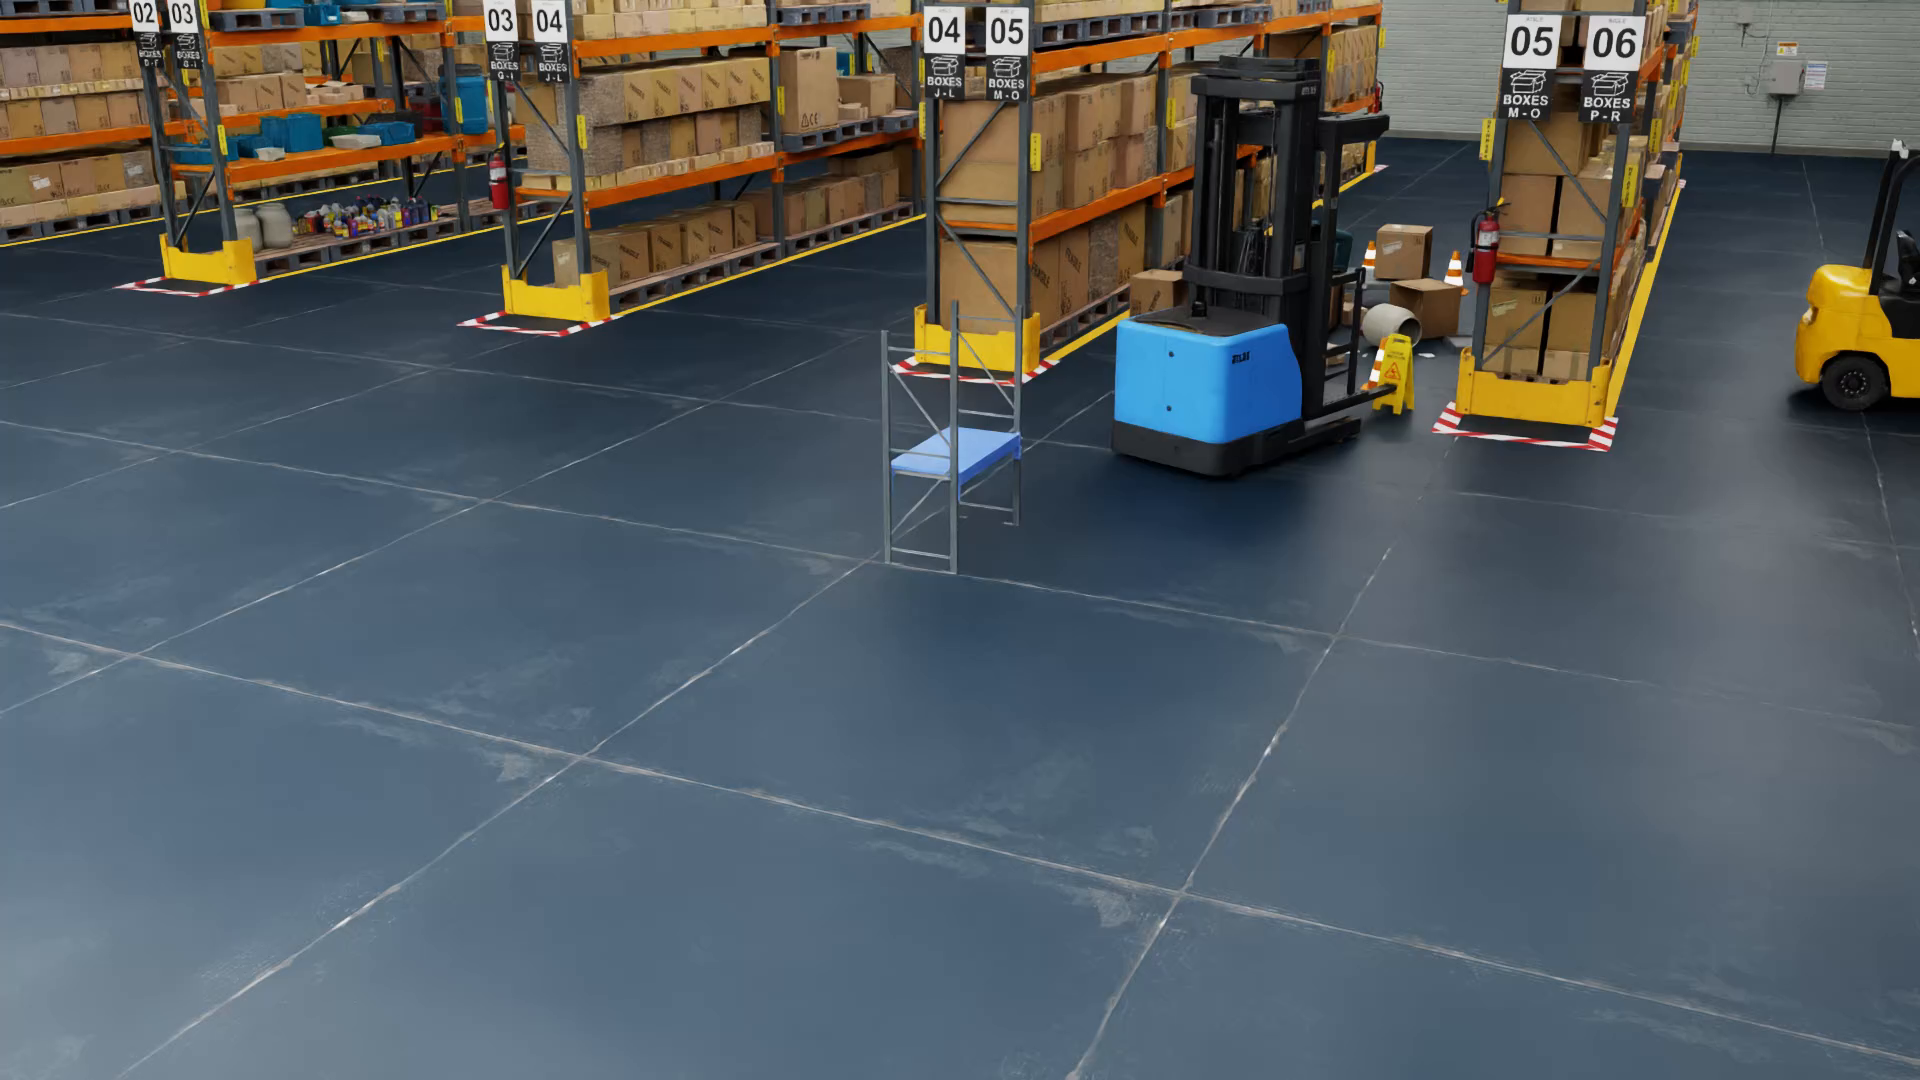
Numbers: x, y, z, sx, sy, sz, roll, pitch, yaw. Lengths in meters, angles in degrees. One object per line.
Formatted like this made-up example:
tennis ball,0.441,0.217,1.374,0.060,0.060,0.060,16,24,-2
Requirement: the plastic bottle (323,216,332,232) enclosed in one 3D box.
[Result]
plastic bottle,-8.178,-4.085,21.499,0.097,0.201,0.097,0,20,0

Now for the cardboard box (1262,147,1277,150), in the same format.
cardboard box,4.579,-5.540,24.055,0.500,0.250,0.500,8,21,20

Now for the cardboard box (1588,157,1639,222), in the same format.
cardboard box,5.587,-3.040,14.447,0.500,0.500,0.500,8,21,22

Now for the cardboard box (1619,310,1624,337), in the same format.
cardboard box,5.943,-2.020,15.648,0.500,0.250,0.500,9,21,24

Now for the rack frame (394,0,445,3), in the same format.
rack frame,-7.199,-8.520,21.496,1.000,3.000,0.127,9,21,23

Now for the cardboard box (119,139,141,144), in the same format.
cardboard box,-14.846,-7.078,29.468,0.700,0.500,0.500,9,21,23

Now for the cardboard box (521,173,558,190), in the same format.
cardboard box,-4.389,-3.788,17.518,0.380,0.149,0.250,9,21,23

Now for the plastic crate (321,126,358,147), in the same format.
plastic crate,-8.012,-5.217,21.478,0.450,0.188,0.662,9,21,23

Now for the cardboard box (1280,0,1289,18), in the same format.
cardboard box,4.117,-7.277,22.329,0.500,0.500,0.500,9,21,23

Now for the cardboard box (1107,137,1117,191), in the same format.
cardboard box,1.131,-3.938,17.342,0.875,0.550,0.550,9,21,23

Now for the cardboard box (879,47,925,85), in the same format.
cardboard box,-0.728,-6.977,24.466,0.797,0.503,0.637,9,22,25

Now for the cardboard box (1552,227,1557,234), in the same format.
cardboard box,5.119,-2.766,14.646,0.380,0.149,0.250,9,21,23

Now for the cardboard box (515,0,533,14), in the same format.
cardboard box,-4.489,-5.449,16.966,0.380,0.149,0.250,9,21,23

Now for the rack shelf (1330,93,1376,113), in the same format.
rack shelf,5.899,-7.020,27.306,1.077,0.370,4.000,9,21,23

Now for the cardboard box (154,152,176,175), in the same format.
cardboard box,-11.812,-5.704,25.170,0.500,0.311,0.500,9,21,23

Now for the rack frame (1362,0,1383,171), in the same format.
rack frame,6.718,-7.971,28.904,1.000,3.000,0.127,9,21,23

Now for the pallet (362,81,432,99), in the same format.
pallet,-9.864,-7.723,28.495,1.213,0.211,1.003,9,21,23

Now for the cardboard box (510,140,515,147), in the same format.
cardboard box,-8.591,-7.509,30.680,0.500,0.500,0.500,9,21,23

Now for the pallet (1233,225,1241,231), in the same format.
pallet,3.050,-3.980,21.846,1.003,0.211,1.213,9,21,23

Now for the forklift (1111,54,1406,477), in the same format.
forklift,2.548,-2.248,12.915,1.130,2.935,3.031,18,27,41

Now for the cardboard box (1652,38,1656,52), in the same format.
cardboard box,6.076,-4.498,15.038,0.380,0.149,0.250,9,22,24

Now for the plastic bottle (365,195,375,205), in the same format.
plastic bottle,-7.908,-4.463,22.337,0.144,0.351,0.185,9,22,24

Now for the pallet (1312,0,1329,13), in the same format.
pallet,4.730,-7.898,24.505,1.213,0.211,1.003,9,21,23

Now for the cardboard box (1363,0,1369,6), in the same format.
cardboard box,6.355,-8.831,27.071,0.500,0.250,0.500,10,22,25

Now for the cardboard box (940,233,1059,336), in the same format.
cardboard box,0.383,-2.493,16.045,0.875,0.875,0.875,9,21,23

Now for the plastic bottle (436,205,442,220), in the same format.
plastic bottle,-7.063,-4.428,22.464,0.097,0.201,0.097,0,20,0

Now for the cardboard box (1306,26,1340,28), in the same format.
cardboard box,6.091,-8.373,27.950,0.500,0.500,0.500,9,22,24

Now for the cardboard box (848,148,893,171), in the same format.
cardboard box,-1.289,-5.410,23.660,0.500,0.250,0.500,10,22,25

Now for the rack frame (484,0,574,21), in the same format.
rack frame,-4.318,-6.617,16.146,1.000,3.000,0.127,9,21,23

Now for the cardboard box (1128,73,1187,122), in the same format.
cardboard box,2.211,-5.130,19.277,0.700,0.500,0.500,8,21,22

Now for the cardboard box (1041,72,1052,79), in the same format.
cardboard box,1.236,-7.788,28.170,0.500,0.250,0.500,8,21,22

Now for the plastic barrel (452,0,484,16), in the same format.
plastic barrel,-6.920,-7.728,22.997,0.600,0.901,0.600,0,20,0

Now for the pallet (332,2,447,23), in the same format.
pallet,-7.405,-6.784,21.372,1.213,0.211,1.003,9,21,23

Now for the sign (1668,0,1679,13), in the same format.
sign,6.859,-5.239,15.974,0.100,0.325,0.005,9,21,23

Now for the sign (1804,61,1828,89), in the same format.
sign,15.955,-8.667,31.005,0.329,0.494,0.001,9,21,23

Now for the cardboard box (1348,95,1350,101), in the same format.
cardboard box,6.234,-7.332,27.484,0.380,0.149,0.250,8,21,20

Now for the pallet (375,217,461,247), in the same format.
pallet,-7.512,-4.180,22.407,1.003,0.211,1.213,9,21,23

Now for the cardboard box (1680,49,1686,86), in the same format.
cardboard box,10.266,-6.884,24.206,0.500,0.500,0.500,8,21,22

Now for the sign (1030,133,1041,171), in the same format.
sign,0.670,-3.447,14.773,0.100,0.325,0.005,9,21,23

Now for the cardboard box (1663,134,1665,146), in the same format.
cardboard box,7.973,-4.649,19.312,0.380,0.149,0.250,8,21,22

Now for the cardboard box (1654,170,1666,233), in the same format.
cardboard box,8.727,-4.545,21.817,0.875,0.875,0.875,9,21,23

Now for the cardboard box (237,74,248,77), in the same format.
cardboard box,-13.635,-8.706,31.317,0.380,0.149,0.250,9,21,23

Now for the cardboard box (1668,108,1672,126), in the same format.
cardboard box,8.860,-5.471,21.354,0.500,0.250,0.500,8,21,22

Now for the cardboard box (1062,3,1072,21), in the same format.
cardboard box,0.805,-4.835,15.209,0.380,0.149,0.250,9,21,23

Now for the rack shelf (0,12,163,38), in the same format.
rack shelf,-12.535,-6.837,22.314,1.077,0.370,4.000,9,21,23

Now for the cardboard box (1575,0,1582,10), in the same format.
cardboard box,4.972,-4.470,13.770,0.380,0.149,0.250,9,21,23

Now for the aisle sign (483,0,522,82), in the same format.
aisle sign,-4.617,-5.038,16.779,0.394,0.787,0.004,9,21,23

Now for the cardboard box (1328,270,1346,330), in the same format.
cardboard box,3.508,-2.490,17.017,0.797,0.637,0.503,9,21,23

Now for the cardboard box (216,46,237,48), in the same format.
cardboard box,-13.757,-9.247,30.750,0.500,0.250,0.500,9,21,23

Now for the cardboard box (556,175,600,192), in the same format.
cardboard box,-3.984,-3.727,17.347,0.380,0.149,0.250,9,21,23

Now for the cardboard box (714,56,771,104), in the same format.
cardboard box,-2.613,-5.497,19.863,0.500,0.500,0.500,9,21,23

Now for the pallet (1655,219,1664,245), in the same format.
pallet,8.892,-4.165,22.365,1.003,0.211,1.213,9,21,23

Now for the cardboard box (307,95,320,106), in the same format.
cardboard box,-10.549,-7.081,26.778,0.380,0.149,0.250,10,22,27

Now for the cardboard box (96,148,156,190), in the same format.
cardboard box,-11.922,-5.307,23.772,0.500,0.500,0.500,9,21,23

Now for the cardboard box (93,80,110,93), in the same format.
cardboard box,-12.050,-6.303,23.099,0.380,0.149,0.250,8,21,22

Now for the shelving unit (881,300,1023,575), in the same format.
shelving unit,-0.035,-0.681,10.644,0.538,1.500,1.048,9,21,23
